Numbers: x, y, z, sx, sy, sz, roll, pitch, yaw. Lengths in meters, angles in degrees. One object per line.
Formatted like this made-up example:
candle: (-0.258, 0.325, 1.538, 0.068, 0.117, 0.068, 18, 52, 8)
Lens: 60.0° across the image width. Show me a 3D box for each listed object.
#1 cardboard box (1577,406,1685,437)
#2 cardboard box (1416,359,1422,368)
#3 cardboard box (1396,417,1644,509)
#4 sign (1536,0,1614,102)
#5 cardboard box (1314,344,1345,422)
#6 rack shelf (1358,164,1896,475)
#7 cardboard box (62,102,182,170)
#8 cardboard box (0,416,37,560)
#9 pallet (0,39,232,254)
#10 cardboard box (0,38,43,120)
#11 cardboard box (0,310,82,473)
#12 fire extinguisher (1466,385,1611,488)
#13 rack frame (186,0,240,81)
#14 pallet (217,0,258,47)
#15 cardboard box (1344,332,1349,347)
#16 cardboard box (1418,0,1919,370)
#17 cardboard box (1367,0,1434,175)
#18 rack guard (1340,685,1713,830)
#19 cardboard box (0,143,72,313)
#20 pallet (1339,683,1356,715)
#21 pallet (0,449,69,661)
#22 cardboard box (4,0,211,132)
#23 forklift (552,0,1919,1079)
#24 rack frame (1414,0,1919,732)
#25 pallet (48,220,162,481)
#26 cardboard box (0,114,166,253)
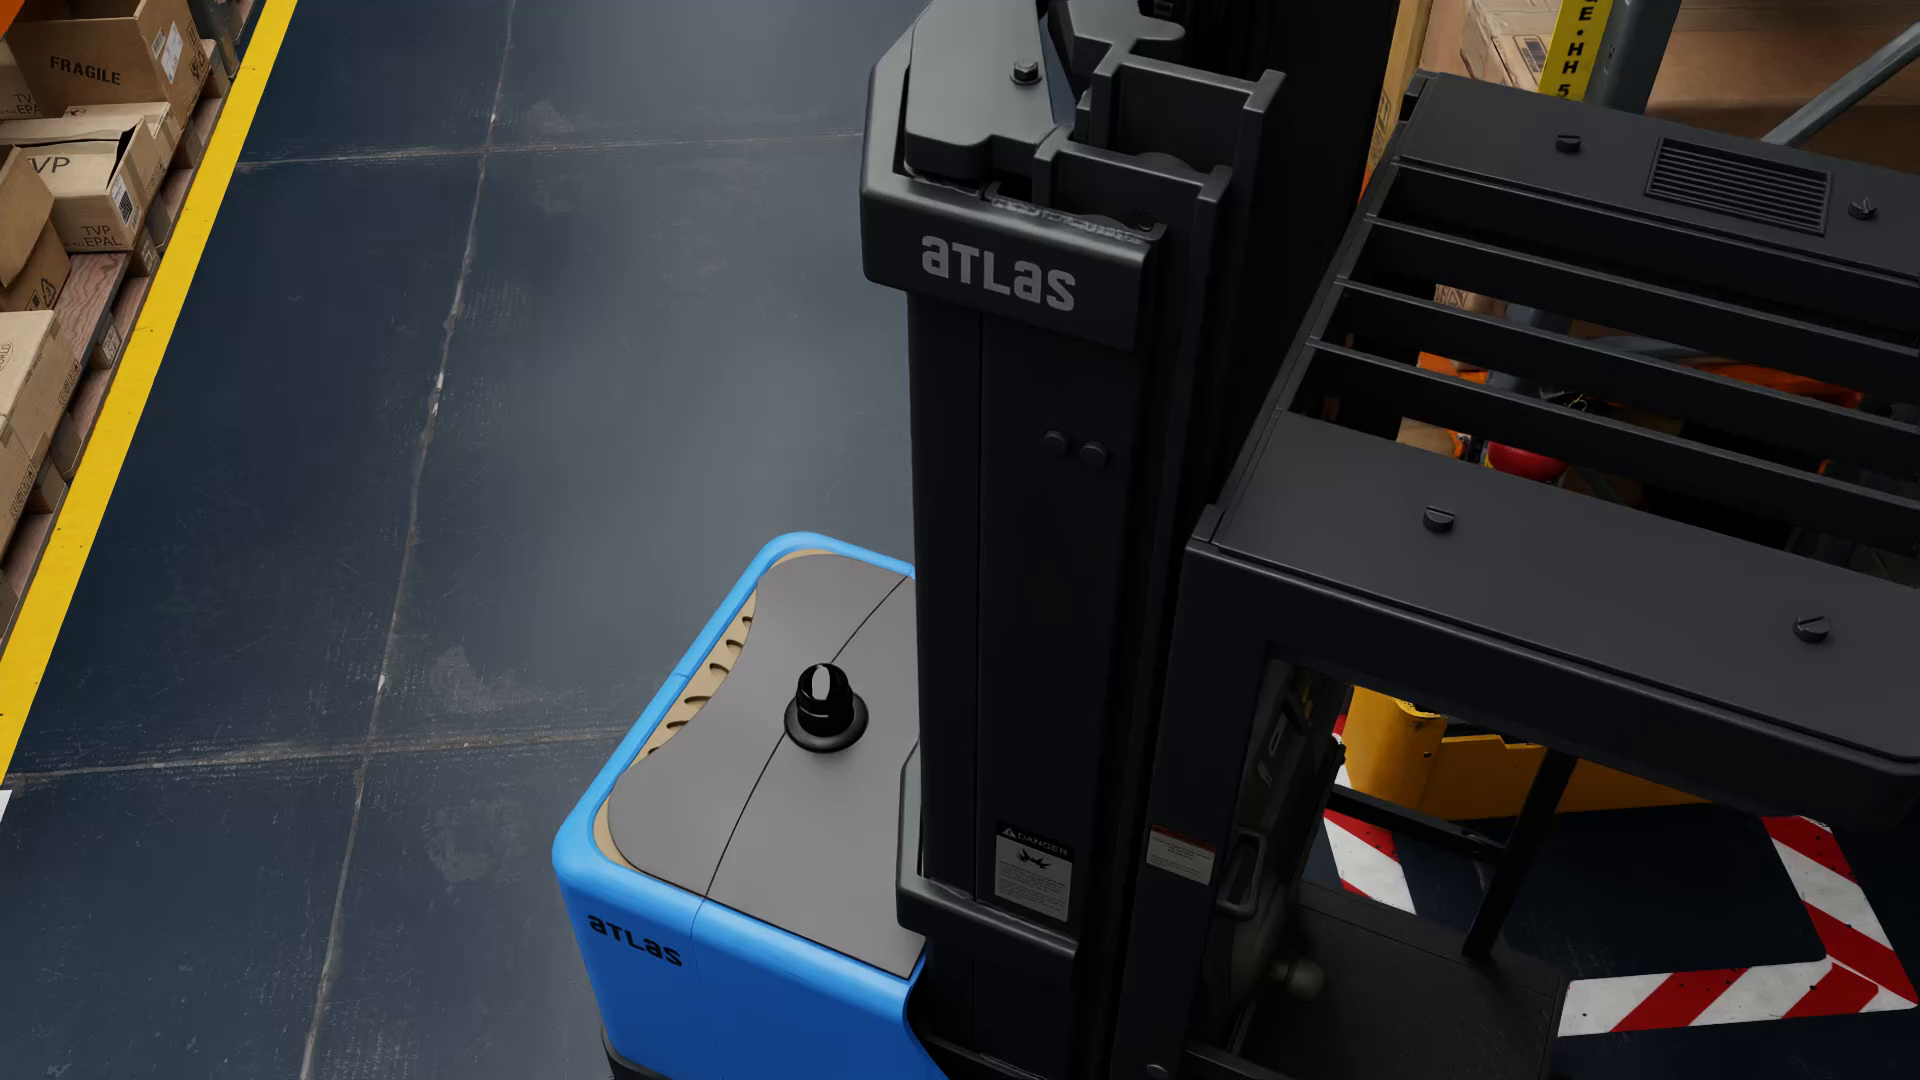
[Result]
cardboard box: (1.716, -0.350, 4.501, 0.380, 0.149, 0.250, -3, 47, -3)
cardboard box: (1.314, -0.510, 4.653, 0.380, 0.149, 0.250, -4, 47, -4)
cardboard box: (1.506, -0.205, 4.811, 0.700, 0.500, 0.500, -3, 47, -3)
sign: (1.123, -0.876, 3.054, 0.100, 0.325, 0.005, -3, 47, -3)
cardboard box: (1.464, -0.567, 5.153, 0.700, 0.500, 0.500, -4, 47, -3)
rack shelf: (1.497, -1.619, 5.213, 1.077, 0.370, 4.000, -3, 47, -3)
cardboard box: (-3.185, -1.518, 6.283, 0.380, 0.149, 0.250, -3, 47, -3)
cardboard box: (-3.076, -0.094, 4.864, 0.500, 0.250, 0.500, -3, 47, -3)
pallet: (-3.550, -1.554, 6.577, 1.003, 0.211, 1.213, -3, 47, -3)
cardboard box: (-3.787, -1.920, 6.551, 0.500, 0.311, 0.500, -3, 47, -3)
cardboard box: (-3.118, -0.456, 5.207, 0.500, 0.250, 0.500, -3, 47, -3)
fire extinguisher: (1.217, -0.128, 3.615, 0.296, 0.674, 0.183, -3, 47, -3)
rack frame: (-3.606, -3.010, 6.035, 1.000, 3.000, 0.127, -3, 47, -3)
pallet: (-3.712, -2.637, 7.602, 1.003, 0.211, 1.213, -3, 47, -3)
cardboard box: (1.292, -0.695, 4.828, 0.380, 0.149, 0.250, -2, 47, -2)
cardboard box: (1.612, -0.891, 3.822, 0.980, 0.700, 0.700, -2, 47, -1)
cardboard box: (1.540, -1.417, 4.319, 0.980, 0.700, 0.700, -4, 47, -4)
rack guard: (1.667, 0.457, 4.473, 1.175, 0.500, 0.348, -3, 47, -3)
cardboard box: (-3.444, -0.944, 5.494, 0.797, 0.503, 0.637, -3, 47, -3)
pallet: (1.520, -0.035, 5.137, 1.003, 0.211, 1.213, -3, 47, -3)
pallet: (-3.345, 0.211, 4.905, 1.003, 0.211, 1.213, -3, 47, -3)
cardboard box: (-3.276, -1.907, 6.409, 0.500, 0.500, 0.500, -3, 47, -3)
forklift: (0.748, 0.446, 2.809, 3.031, 2.935, 1.130, 18, 49, 16)
rack frame: (1.665, -0.420, 3.582, 1.000, 3.000, 0.127, -3, 47, -3)
pallet: (-3.444, -0.669, 5.739, 1.003, 0.211, 1.213, -3, 47, -3)
cardboard box: (-3.213, -1.299, 5.963, 0.500, 0.311, 0.500, -3, 47, -3)
